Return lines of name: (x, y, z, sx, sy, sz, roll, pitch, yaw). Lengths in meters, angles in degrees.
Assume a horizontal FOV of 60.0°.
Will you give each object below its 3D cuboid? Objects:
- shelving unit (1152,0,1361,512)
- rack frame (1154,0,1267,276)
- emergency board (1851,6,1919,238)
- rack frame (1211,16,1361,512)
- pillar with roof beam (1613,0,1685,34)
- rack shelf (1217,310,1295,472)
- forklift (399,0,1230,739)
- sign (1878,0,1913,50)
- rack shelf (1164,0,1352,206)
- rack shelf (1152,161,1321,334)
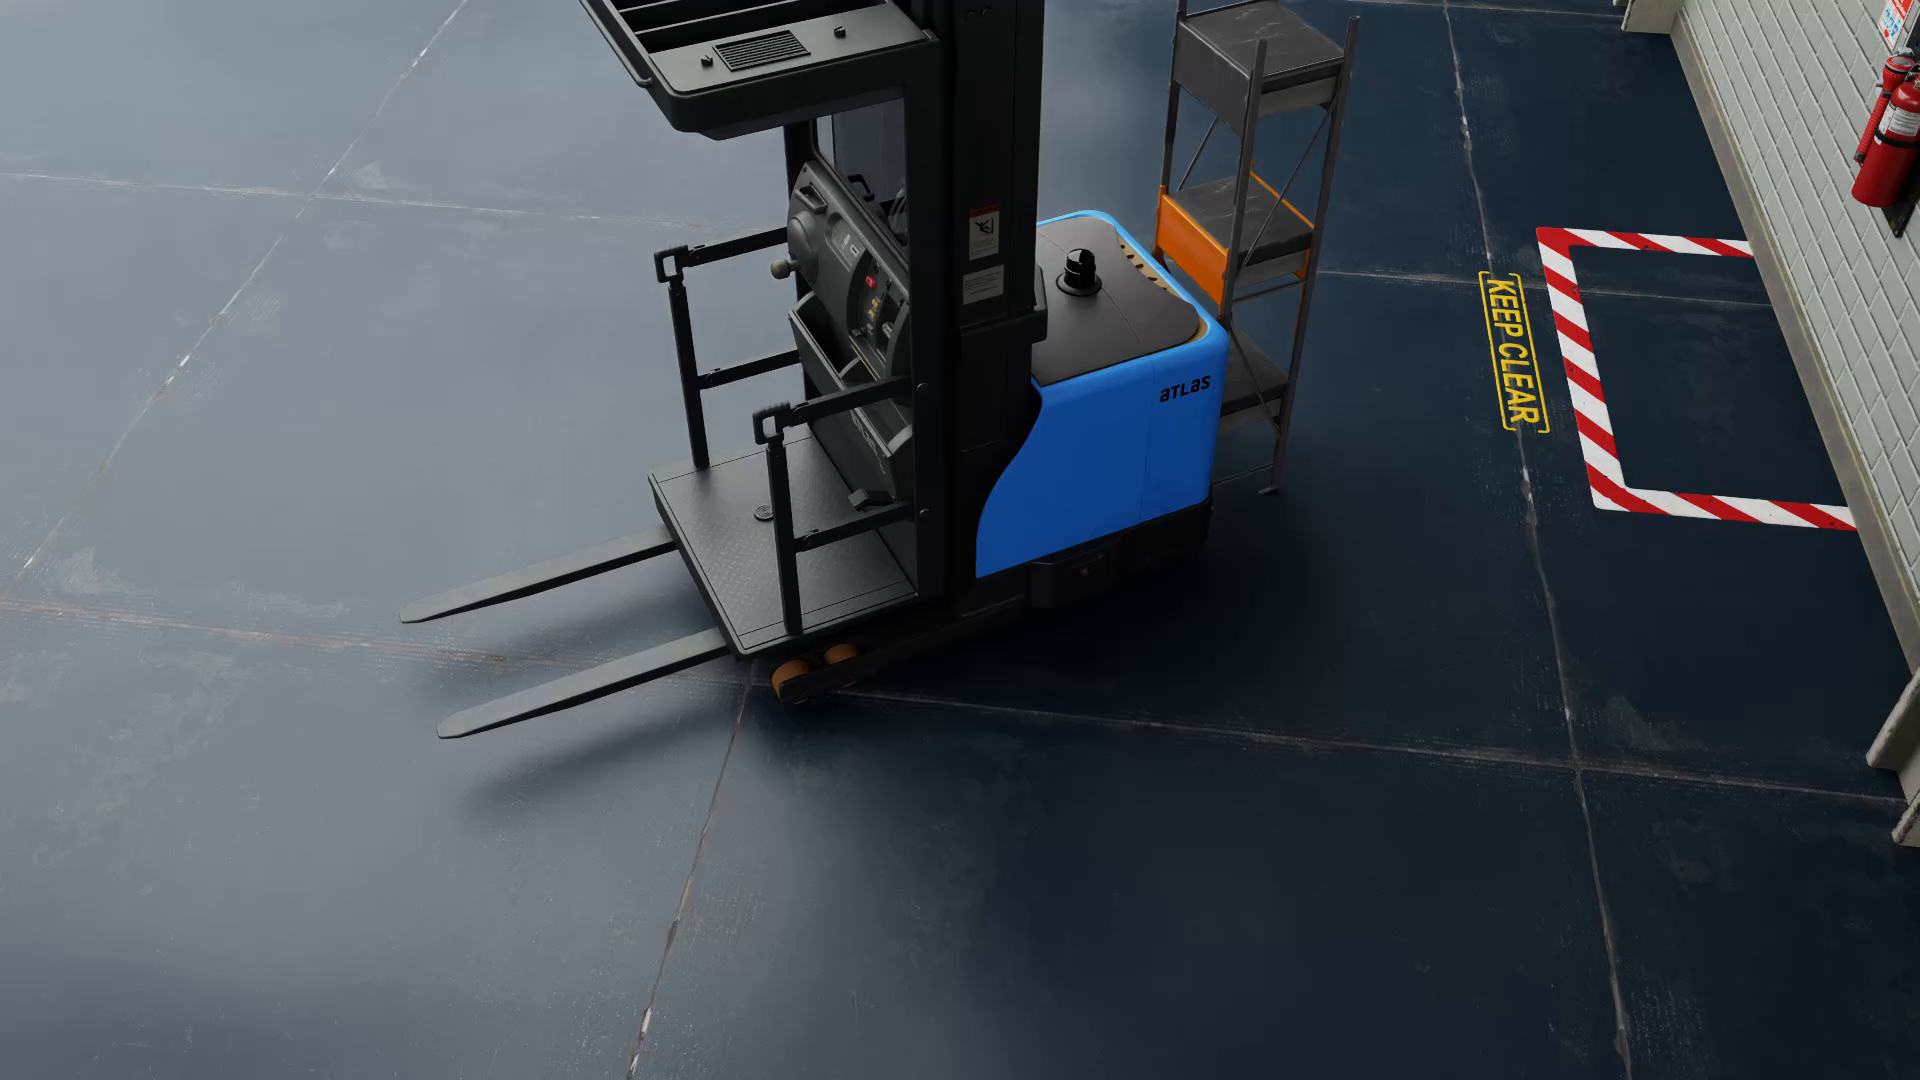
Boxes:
shelving unit: (1.044, -1.073, 6.356, 0.431, 2.100, 0.503, -18, 46, -18)
rack frame: (0.939, -1.224, 6.516, 0.400, 2.100, 0.015, -18, 46, -18)
emergency board: (3.727, -1.856, 6.529, 0.194, 1.169, 0.643, 5, 44, 6)
rack frame: (1.150, -0.922, 6.196, 0.400, 2.100, 0.015, -18, 46, -18)
pillar with roof beam: (-0.112, -6.834, 7.423, 9.100, 9.000, 0.400, 5, 44, 6)
rack shelf: (1.044, -0.555, 6.847, 0.431, 0.518, 0.480, -18, 46, -18)
forklift: (-0.566, -0.878, 5.546, 3.031, 2.935, 1.130, -18, 46, -18)
sign: (3.902, -2.237, 6.904, 0.001, 0.329, 0.234, 5, 44, 6)
rack shelf: (1.044, -1.571, 5.884, 0.431, 0.518, 0.480, -18, 46, -18)
rack shelf: (1.044, -1.063, 6.365, 0.431, 0.518, 0.480, -18, 46, -18)
